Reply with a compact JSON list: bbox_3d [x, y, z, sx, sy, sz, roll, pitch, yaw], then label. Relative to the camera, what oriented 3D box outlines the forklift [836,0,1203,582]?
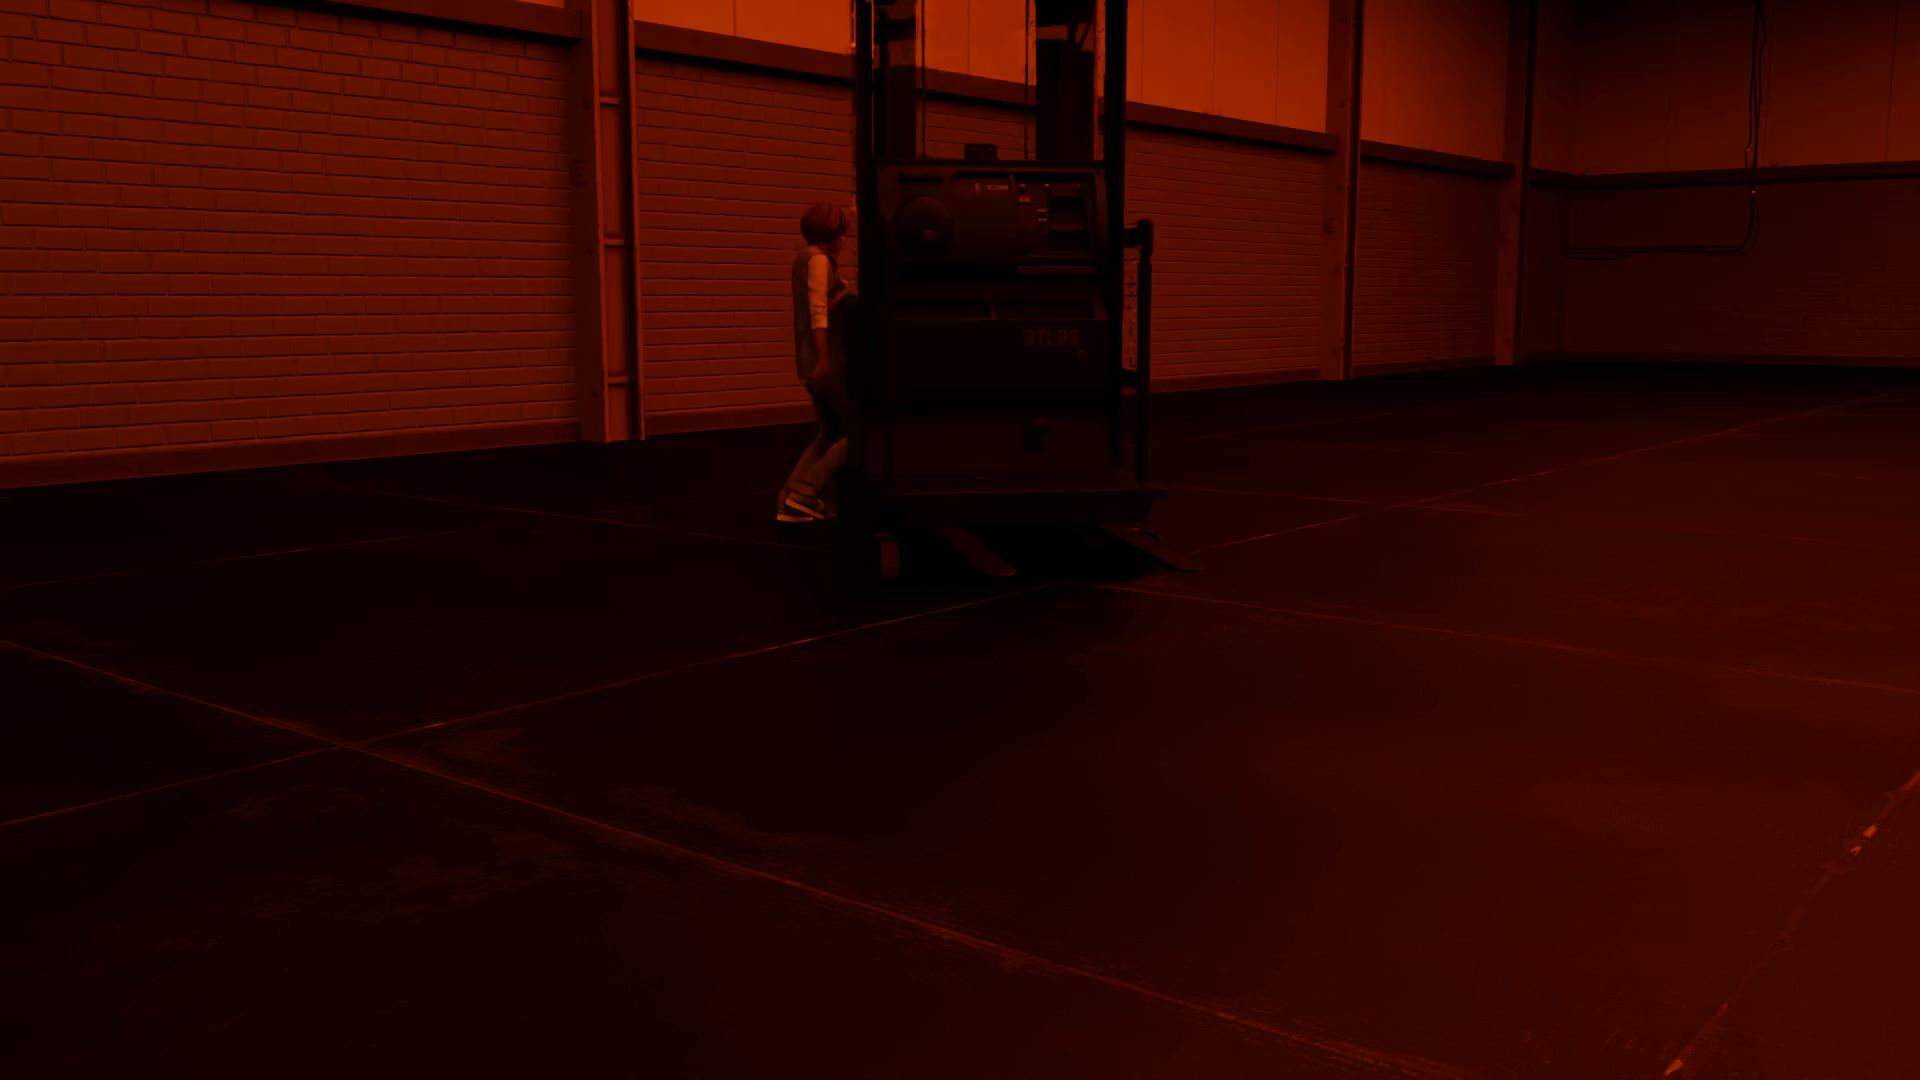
[{"bbox_3d":[0.171,-1.344,6.466,1.130,2.935,3.031,-1,8,-10],"label":"forklift"}]

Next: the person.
[{"bbox_3d":[-0.616,-0.796,7.683,0.452,1.515,0.763,-2,9,-12],"label":"person"}]
